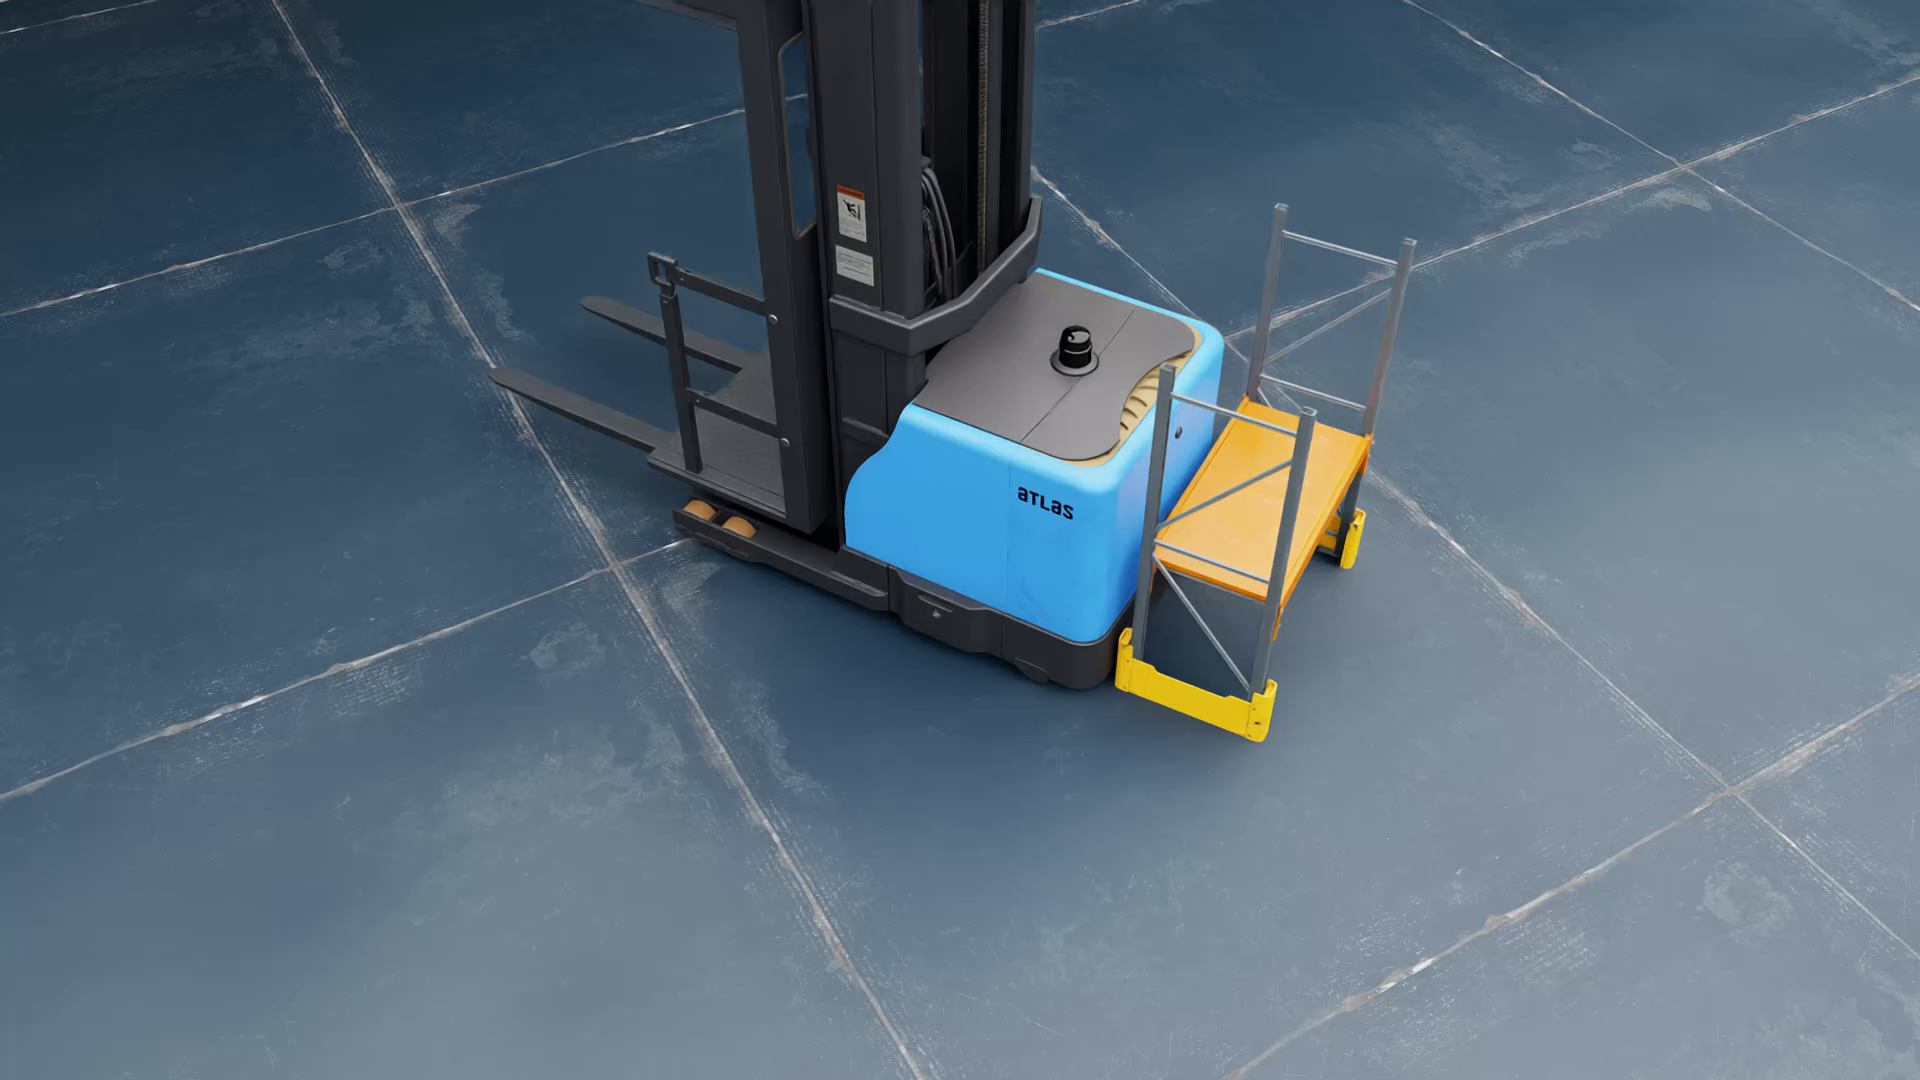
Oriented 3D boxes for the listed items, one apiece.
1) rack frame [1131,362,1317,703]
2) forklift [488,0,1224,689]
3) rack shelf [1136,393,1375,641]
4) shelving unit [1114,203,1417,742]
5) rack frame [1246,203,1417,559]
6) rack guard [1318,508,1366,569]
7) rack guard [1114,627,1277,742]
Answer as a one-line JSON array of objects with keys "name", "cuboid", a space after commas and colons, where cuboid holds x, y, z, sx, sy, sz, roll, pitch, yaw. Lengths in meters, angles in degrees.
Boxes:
[{"name": "rack frame", "cuboid": [0.847, 0.076, 5.594, 0.500, 1.500, 0.032, 20, 48, 20]}, {"name": "forklift", "cuboid": [-0.563, -1.274, 5.958, 3.031, 2.935, 1.130, 22, 48, 21]}, {"name": "rack shelf", "cuboid": [1.085, -0.107, 6.042, 0.538, 0.185, 1.000, 20, 48, 20]}, {"name": "shelving unit", "cuboid": [1.081, -0.231, 5.911, 0.587, 1.500, 1.083, 20, 48, 20]}, {"name": "rack frame", "cuboid": [1.323, -0.549, 6.239, 0.500, 1.500, 0.032, 20, 48, 20]}, {"name": "rack guard", "cuboid": [1.314, -0.089, 6.662, 0.587, 0.250, 0.087, 20, 48, 20]}, {"name": "rack guard", "cuboid": [0.847, 0.524, 6.030, 0.587, 0.250, 0.087, 20, 48, 20]}]
